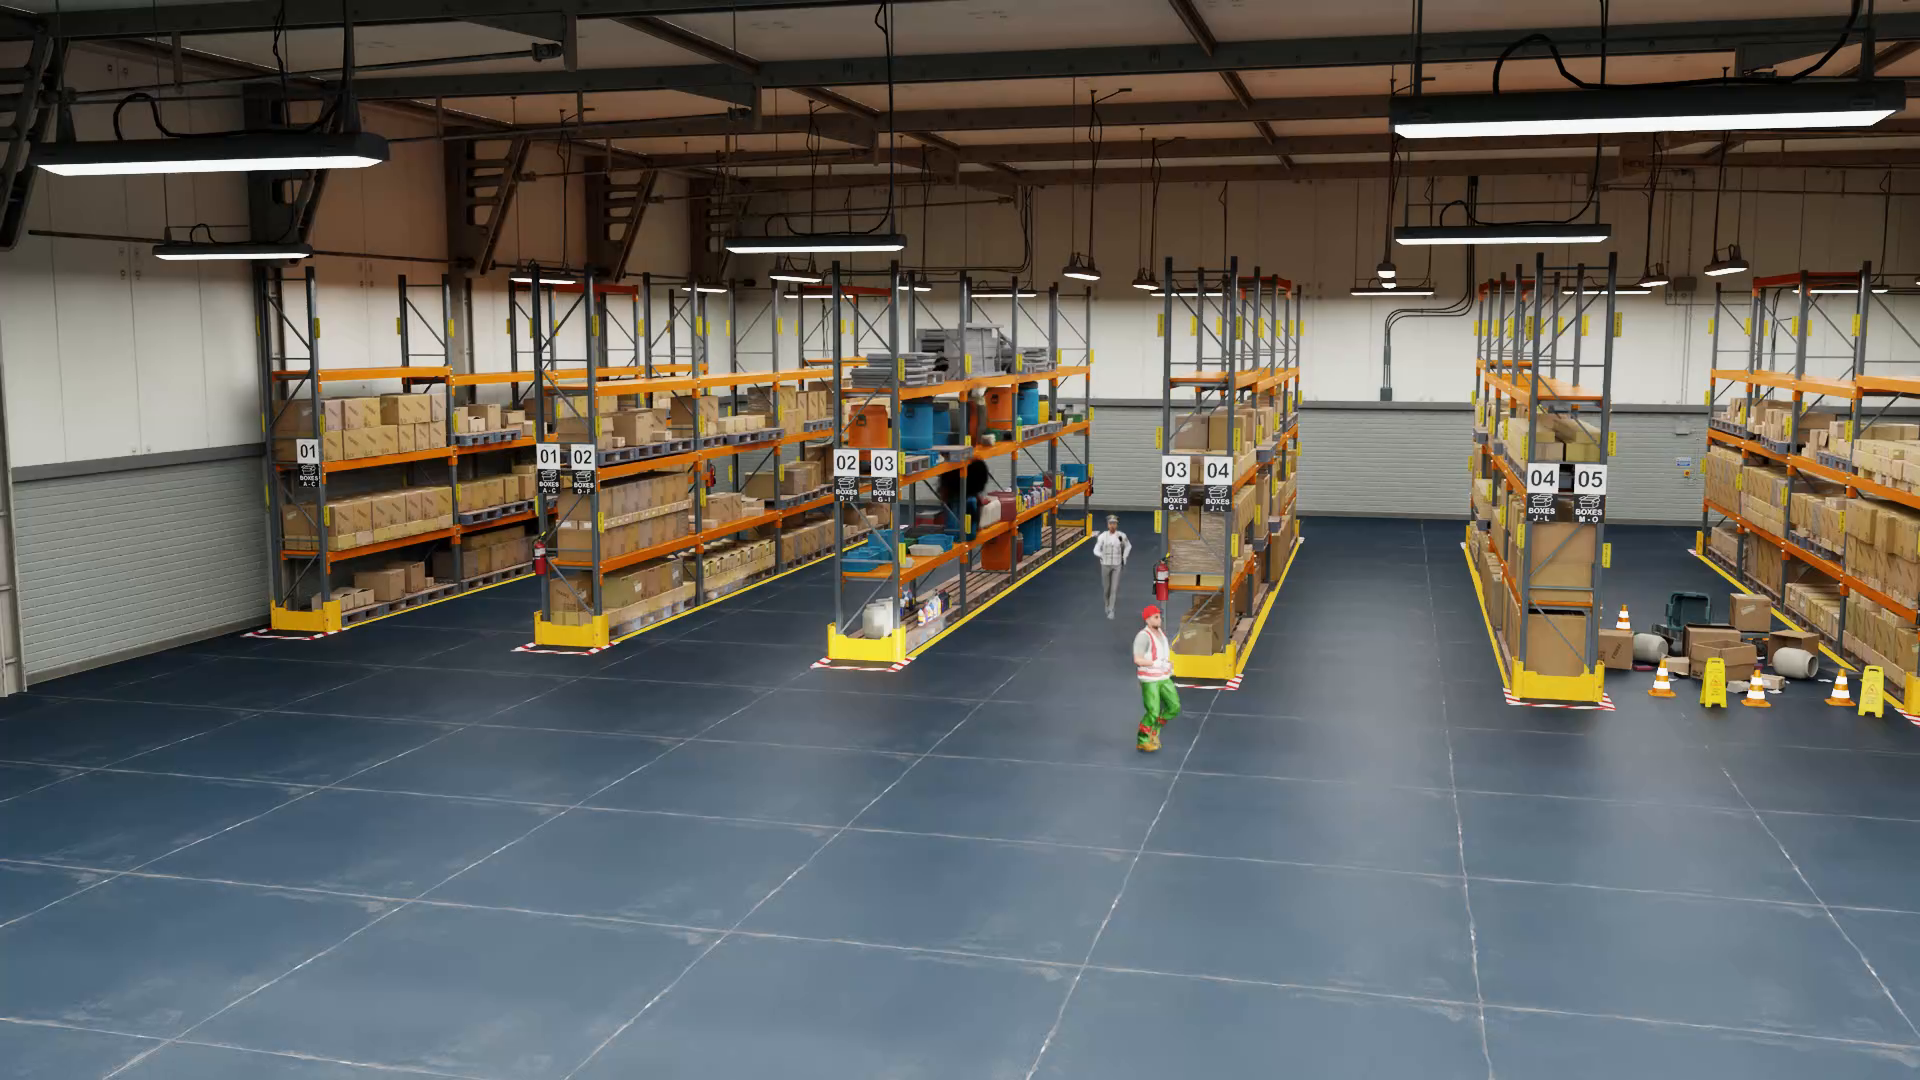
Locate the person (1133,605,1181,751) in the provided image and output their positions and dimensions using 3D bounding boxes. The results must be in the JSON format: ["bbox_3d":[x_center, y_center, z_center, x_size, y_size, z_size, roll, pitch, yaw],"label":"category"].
[{"bbox_3d":[2.345,1.642,19.596,0.640,1.750,0.604,-7,10,-43],"label":"person"}]

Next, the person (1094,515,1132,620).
[{"bbox_3d":[2.490,0.424,27.139,0.618,1.675,0.760,1,7,5],"label":"person"}]
